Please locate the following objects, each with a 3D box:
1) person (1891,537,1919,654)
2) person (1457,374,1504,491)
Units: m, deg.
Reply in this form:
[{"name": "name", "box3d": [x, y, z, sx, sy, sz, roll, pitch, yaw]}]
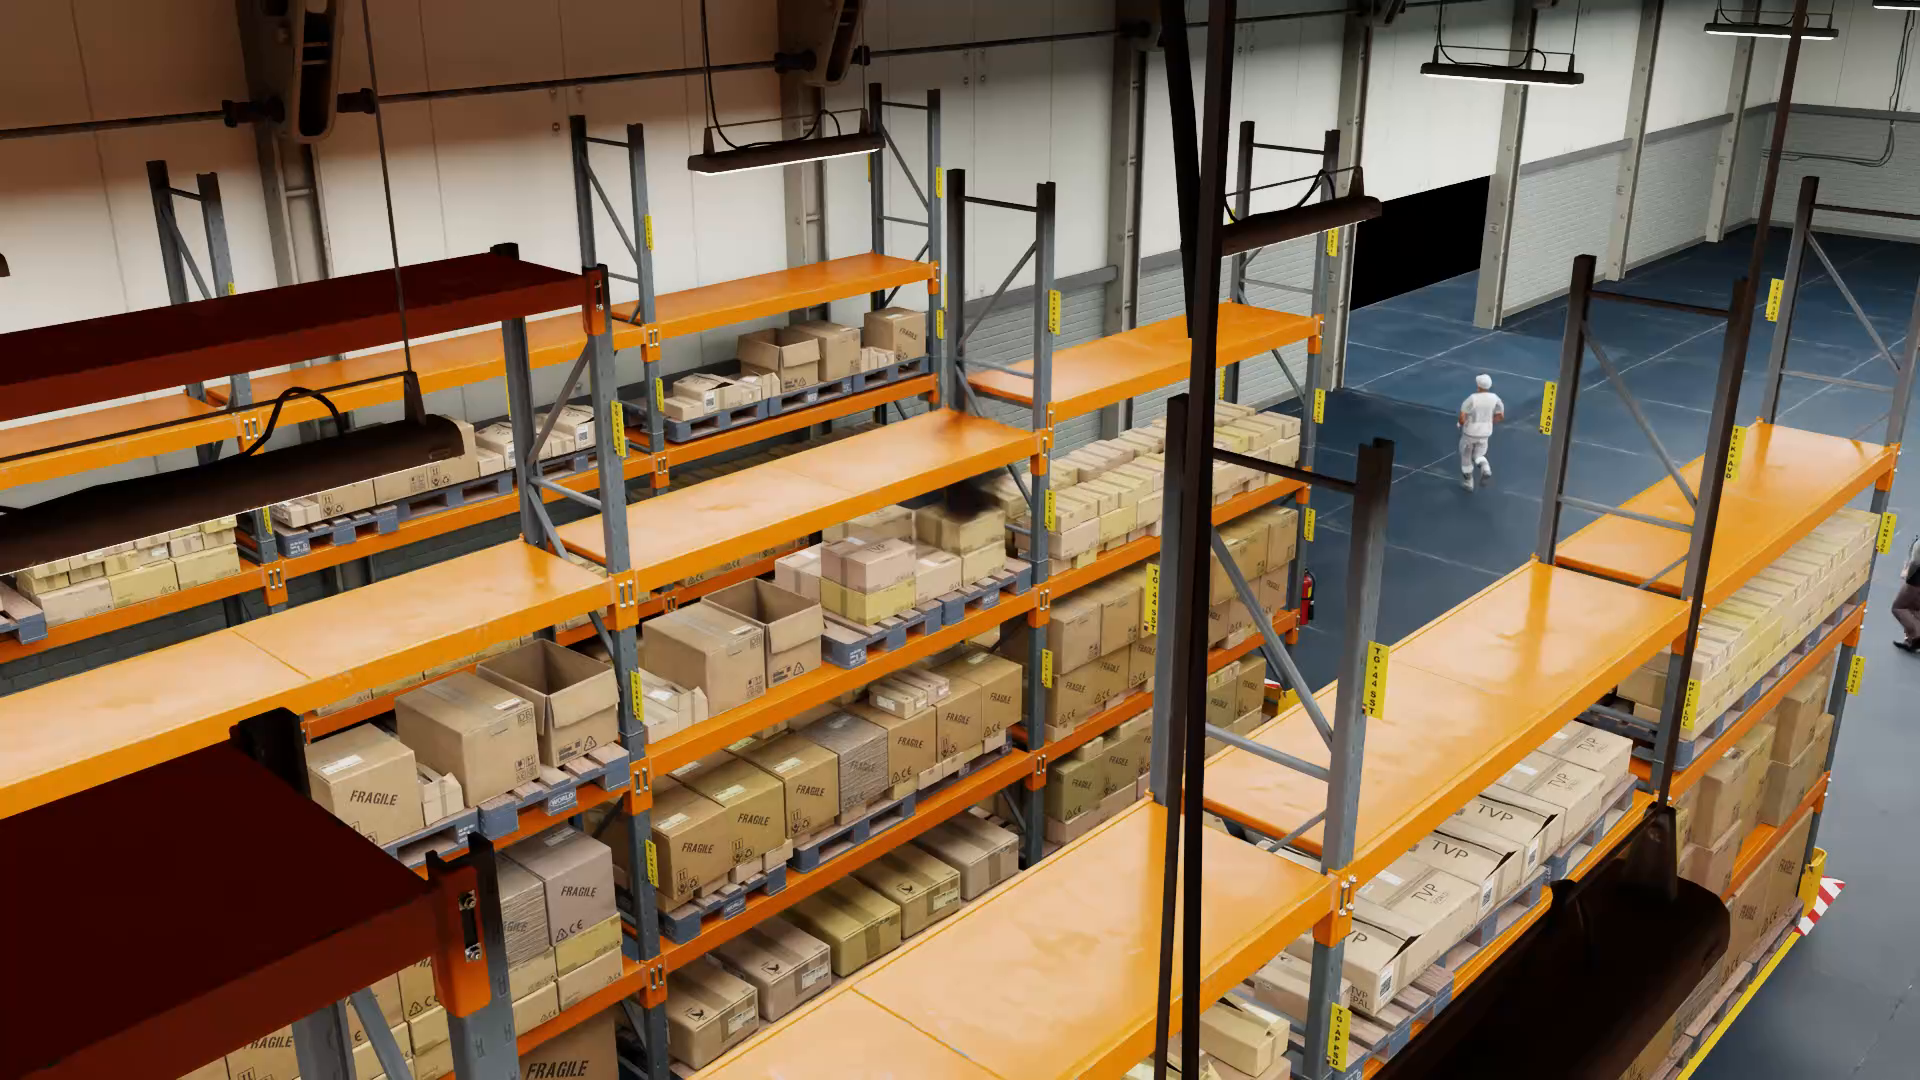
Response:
[{"name": "person", "box3d": [10.700, 0.475, 18.481, 0.680, 1.681, 0.587, -5, 22, -12]}, {"name": "person", "box3d": [7.301, -1.488, 23.457, 0.656, 1.749, 0.704, -1, 21, -3]}]
